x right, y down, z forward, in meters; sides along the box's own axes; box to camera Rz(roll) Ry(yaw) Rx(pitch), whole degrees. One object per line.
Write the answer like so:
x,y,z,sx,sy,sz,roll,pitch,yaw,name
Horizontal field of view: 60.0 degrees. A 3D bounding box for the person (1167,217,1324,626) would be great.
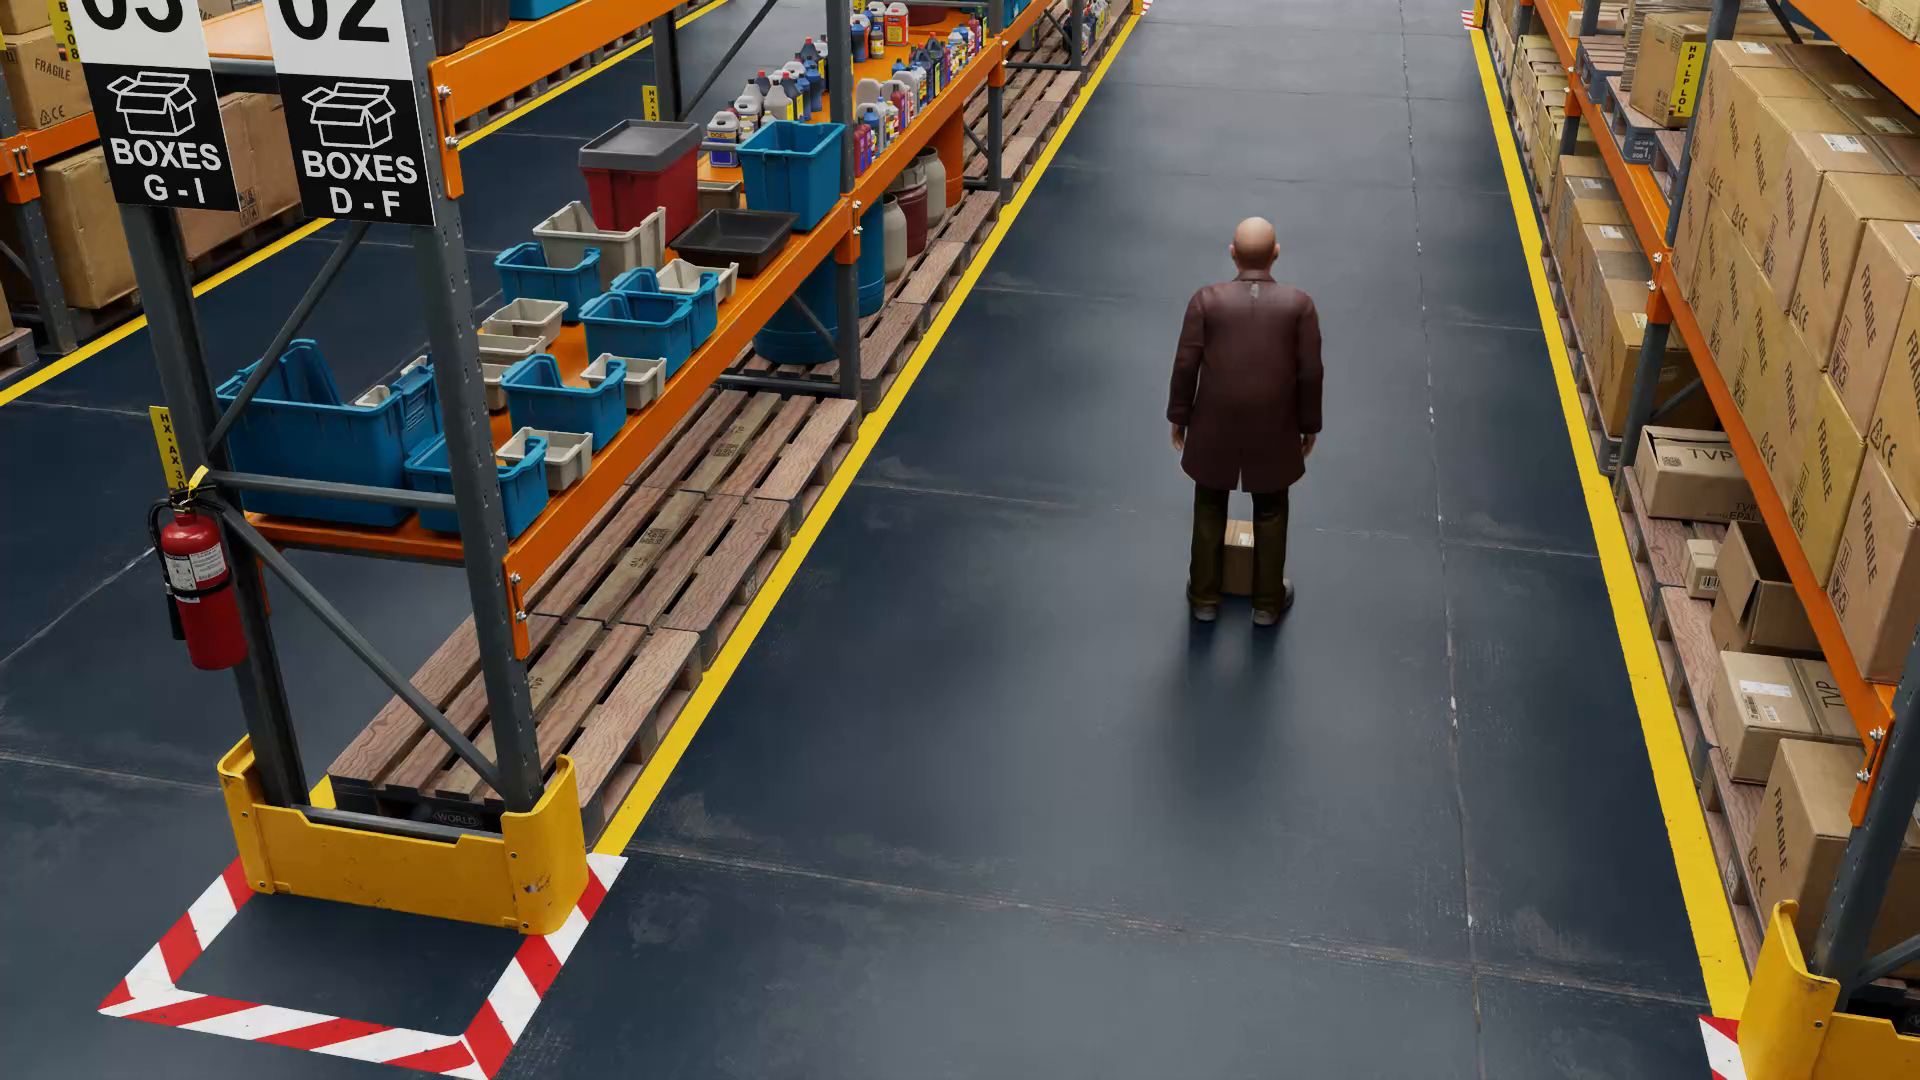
1.198,-0.480,7.027,0.652,1.774,0.417,5,29,10,person
